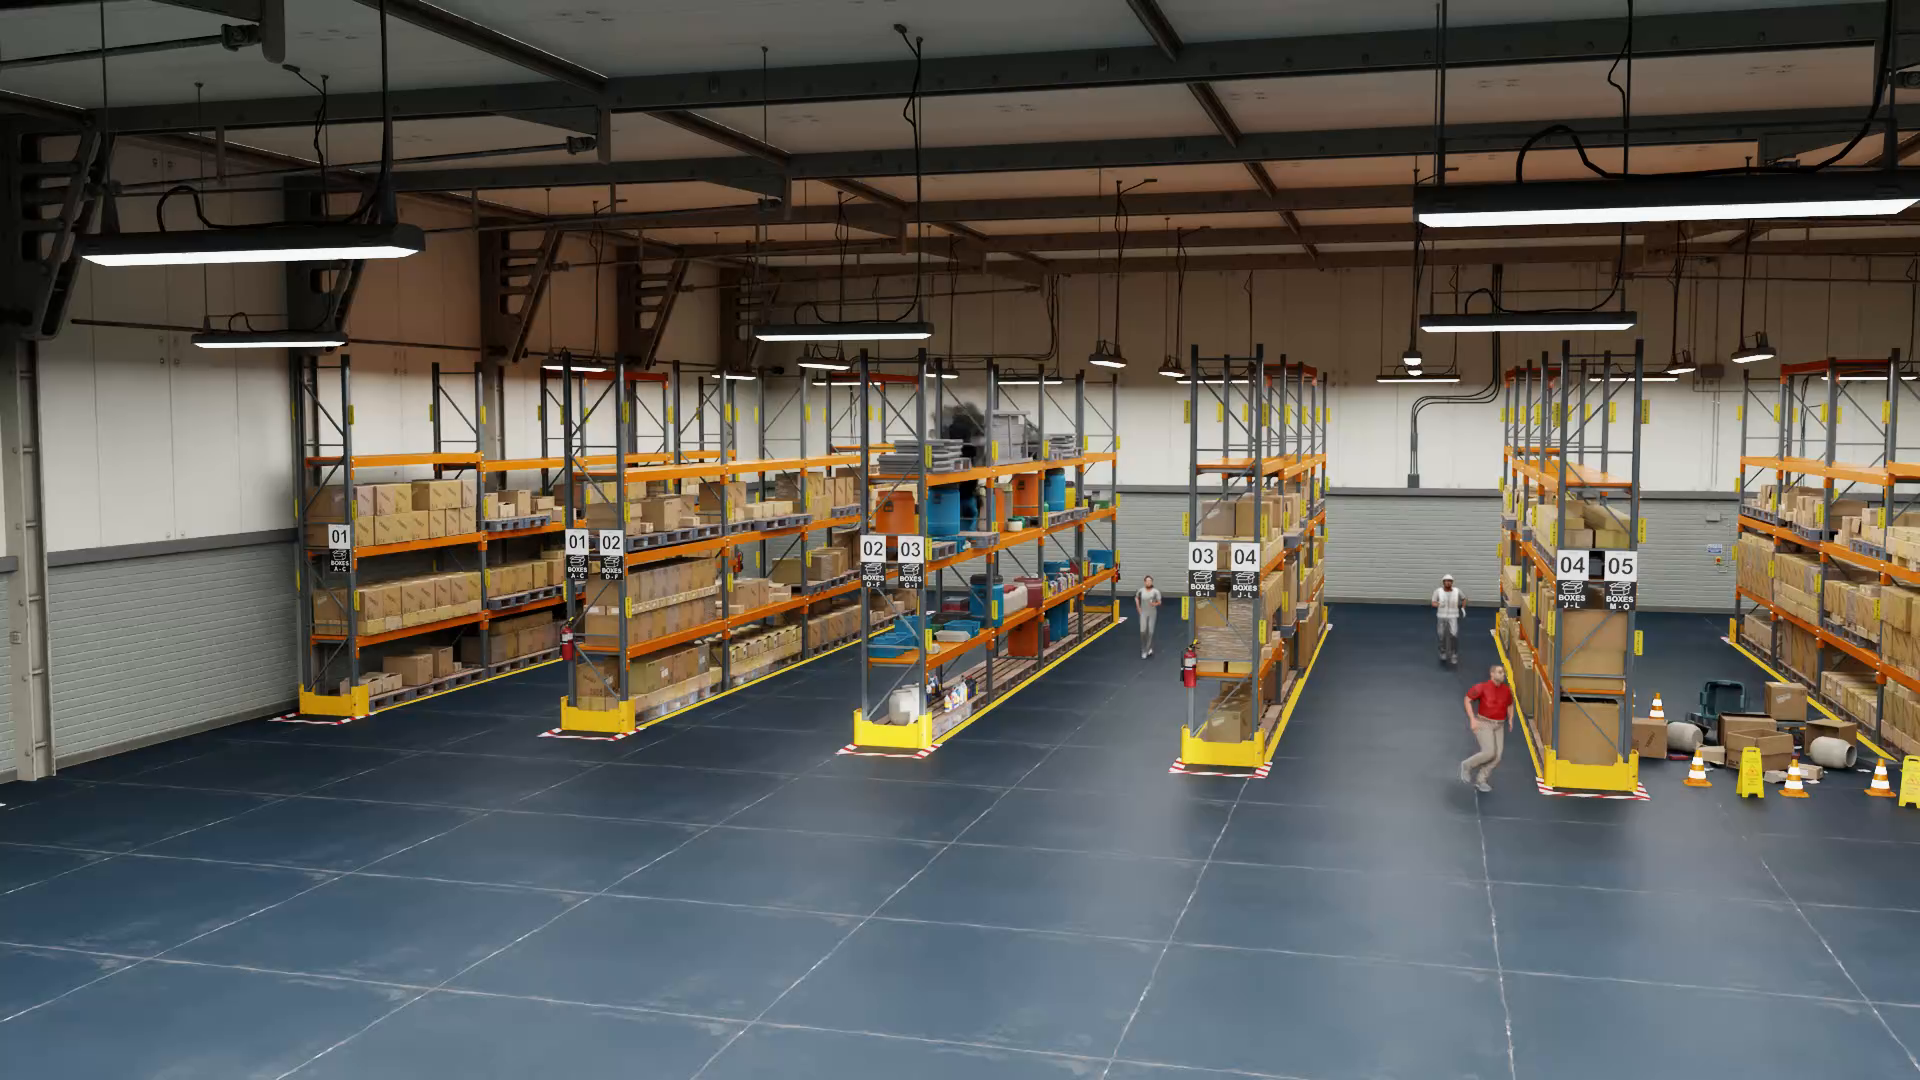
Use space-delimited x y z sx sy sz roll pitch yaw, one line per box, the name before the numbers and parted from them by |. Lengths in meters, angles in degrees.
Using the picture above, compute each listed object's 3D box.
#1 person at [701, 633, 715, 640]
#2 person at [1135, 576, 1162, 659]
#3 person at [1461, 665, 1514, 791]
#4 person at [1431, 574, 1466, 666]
person | -5.512 1.496 35.767 0.628 1.667 0.566 1 4 9
person | 3.899 1.597 34.455 0.555 1.727 0.683 1 4 10
person | 7.131 2.505 22.292 0.704 1.668 0.552 -2 5 -24
person | 9.820 1.607 33.470 0.678 1.828 0.737 1 4 17
